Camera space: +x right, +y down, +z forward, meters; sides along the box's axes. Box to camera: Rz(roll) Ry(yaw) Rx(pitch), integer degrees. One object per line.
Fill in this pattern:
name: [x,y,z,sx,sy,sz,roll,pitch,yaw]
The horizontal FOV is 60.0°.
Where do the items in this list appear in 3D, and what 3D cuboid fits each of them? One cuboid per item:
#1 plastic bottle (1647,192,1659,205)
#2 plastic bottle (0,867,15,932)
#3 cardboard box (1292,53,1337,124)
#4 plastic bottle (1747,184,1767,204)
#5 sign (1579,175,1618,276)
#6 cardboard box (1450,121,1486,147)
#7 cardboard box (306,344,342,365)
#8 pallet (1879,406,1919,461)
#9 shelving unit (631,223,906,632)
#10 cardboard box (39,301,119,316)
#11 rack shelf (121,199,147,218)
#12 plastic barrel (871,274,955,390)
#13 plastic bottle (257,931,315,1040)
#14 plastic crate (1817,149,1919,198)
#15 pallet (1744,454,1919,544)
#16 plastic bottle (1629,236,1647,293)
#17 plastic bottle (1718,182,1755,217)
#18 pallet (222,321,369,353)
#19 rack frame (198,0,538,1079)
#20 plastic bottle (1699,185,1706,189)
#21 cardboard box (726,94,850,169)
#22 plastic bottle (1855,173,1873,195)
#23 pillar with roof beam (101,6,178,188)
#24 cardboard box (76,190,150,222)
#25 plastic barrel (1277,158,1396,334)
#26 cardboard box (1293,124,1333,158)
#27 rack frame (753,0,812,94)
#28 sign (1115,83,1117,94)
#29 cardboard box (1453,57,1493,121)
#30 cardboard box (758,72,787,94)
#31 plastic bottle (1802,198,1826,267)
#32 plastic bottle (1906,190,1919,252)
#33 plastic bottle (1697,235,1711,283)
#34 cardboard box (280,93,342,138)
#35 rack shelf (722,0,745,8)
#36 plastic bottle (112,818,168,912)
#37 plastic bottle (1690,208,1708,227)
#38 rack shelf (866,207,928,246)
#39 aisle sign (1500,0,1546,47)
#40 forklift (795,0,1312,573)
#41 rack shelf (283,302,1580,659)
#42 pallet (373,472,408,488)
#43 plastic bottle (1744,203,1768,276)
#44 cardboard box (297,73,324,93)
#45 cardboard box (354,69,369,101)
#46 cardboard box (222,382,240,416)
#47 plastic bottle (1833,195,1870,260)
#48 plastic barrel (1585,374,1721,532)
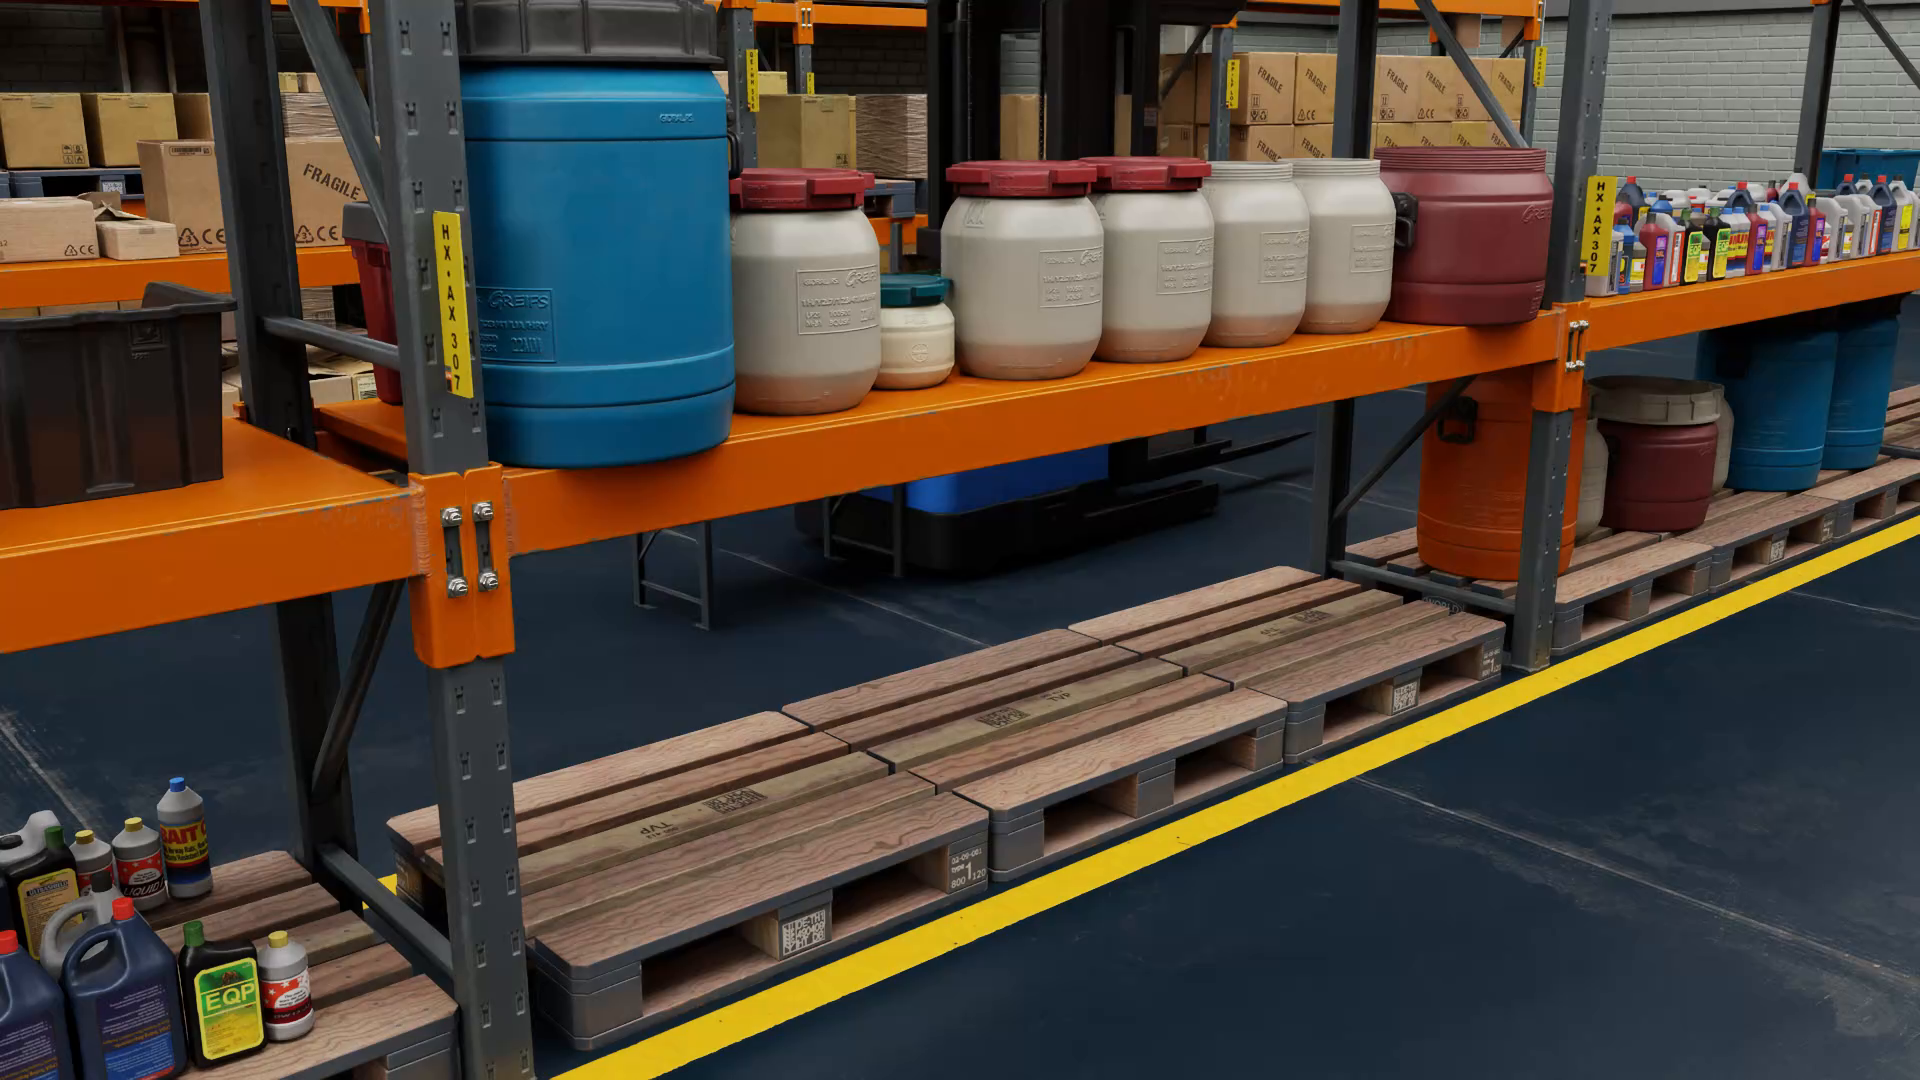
plastic bottle: [3.198,-1.474,7.704,0.097,0.271,0.097,0,15,0]
plastic bottle: [-2.046,0.756,3.388,0.185,0.351,0.144,-13,19,-39]
cardboard box: [2.456,-3.359,12.383,0.500,0.500,0.500,-13,20,-41]
plastic bottle: [3.900,-1.624,8.259,0.135,0.276,0.152,-13,19,-39]
sign: [2.125,-1.046,5.537,0.005,0.325,0.100,-13,19,-39]
cardboard box: [3.996,-3.224,13.813,0.500,0.500,0.500,-12,19,-39]
cardboard box: [-3.243,-0.888,8.689,0.500,0.311,0.500,-13,20,-40]
pallet: [5.305,-0.535,9.345,1.213,0.211,1.003,-13,19,-39]
shelving unit: [-0.778,-0.510,6.755,0.538,1.500,1.048,14,21,43]
cardboard box: [-6.450,-1.633,12.041,0.500,0.500,0.700,-12,19,-39]
rack shelf: [-6.254,-2.315,11.999,4.000,0.370,1.077,-13,19,-39]
plastic barrel: [-0.160,-0.523,4.163,0.301,0.262,0.301,0,15,0]
plastic bottle: [-1.328,0.866,3.264,0.097,0.201,0.097,0,15,0]
plastic crate: [4.904,-1.917,9.030,0.575,0.384,0.392,-13,19,-39]
pallet: [4.166,-0.281,8.392,1.213,0.211,1.003,-13,19,-39]
plastic bottle: [2.476,-1.018,6.134,0.097,0.201,0.097,0,15,0]
plastic bottle: [3.265,-1.327,7.003,0.185,0.351,0.144,-13,19,-39]
pallet: [-5.336,-1.522,13.040,1.213,0.211,1.003,-13,19,-39]
rack frame: [-1.259,-0.395,3.417,0.127,3.000,1.000,-13,19,-39]
plastic bottle: [3.549,-1.565,8.021,0.133,0.283,0.061,-13,19,-39]
cardboard box: [-1.089,-2.418,9.981,0.700,0.500,0.500,8,17,28]
plastic bottle: [4.203,-1.535,7.781,0.185,0.351,0.144,-13,19,-39]
pillar with roof beam: [-3.468,-5.010,9.069,0.400,9.000,9.100,-13,19,-39]
cardboard box: [-3.965,-1.480,7.739,0.258,0.266,0.396,-13,20,-41]
plastic barrel: [1.122,-0.911,5.132,0.421,0.512,0.421,0,15,0]
cardboard box: [2.475,-2.884,12.542,0.500,0.500,0.500,-12,19,-38]
rack frame: [-1.728,-3.679,15.711,0.127,3.000,1.000,-13,19,-39]
sign: [1.165,-3.238,12.382,0.005,0.325,0.100,-13,19,-39]
cardboard box: [4.009,-3.710,13.695,0.500,0.500,0.500,-12,19,-38]
cardboard box: [-1.912,-4.114,15.078,0.500,0.250,0.500,-12,19,-38]
plastic bottle: [3.614,-1.307,7.056,0.133,0.283,0.061,-13,19,-39]
plastic bottle: [4.415,-1.499,7.790,0.135,0.276,0.152,-13,19,-39]
plastic bottle: [2.852,-1.103,6.450,0.097,0.201,0.097,0,15,0]
cardboard box: [-5.093,-3.181,12.800,0.700,0.500,0.500,13,20,40]
rack shelf: [-2.999,-2.801,8.004,4.000,0.370,1.077,-13,19,-39]
plastic bottle: [-1.864,0.730,3.775,0.097,0.201,0.097,0,15,0]
plastic bottle: [3.399,-1.433,7.687,0.097,0.201,0.097,0,15,0]
rack shelf: [0.018,-2.029,10.928,4.000,0.370,1.077,-13,19,-39]
aisle sign: [4.797,-4.601,14.125,0.004,0.787,0.394,-13,19,-39]
forklift: [0.634,-1.582,7.992,1.130,2.935,3.031,14,21,43]
rack shelf: [0.250,-0.387,4.778,4.000,0.370,1.077,-13,19,-39]
pallet: [-3.057,-0.353,8.663,1.213,0.211,1.003,-13,19,-39]
plastic bottle: [3.199,-1.214,6.708,0.133,0.283,0.061,-13,19,-39]
cardboard box: [-4.986,-3.512,12.781,0.380,0.149,0.250,13,20,40]
cardboard box: [-4.573,-3.693,13.501,0.500,0.250,0.500,-12,19,-38]
cardboard box: [-3.652,-0.611,7.652,0.500,0.311,0.500,-13,20,-40]
plastic bottle: [3.933,-1.391,7.384,0.135,0.276,0.152,-13,19,-39]
plastic barrel: [2.968,-0.388,7.250,0.708,0.588,0.600,-13,19,-39]
